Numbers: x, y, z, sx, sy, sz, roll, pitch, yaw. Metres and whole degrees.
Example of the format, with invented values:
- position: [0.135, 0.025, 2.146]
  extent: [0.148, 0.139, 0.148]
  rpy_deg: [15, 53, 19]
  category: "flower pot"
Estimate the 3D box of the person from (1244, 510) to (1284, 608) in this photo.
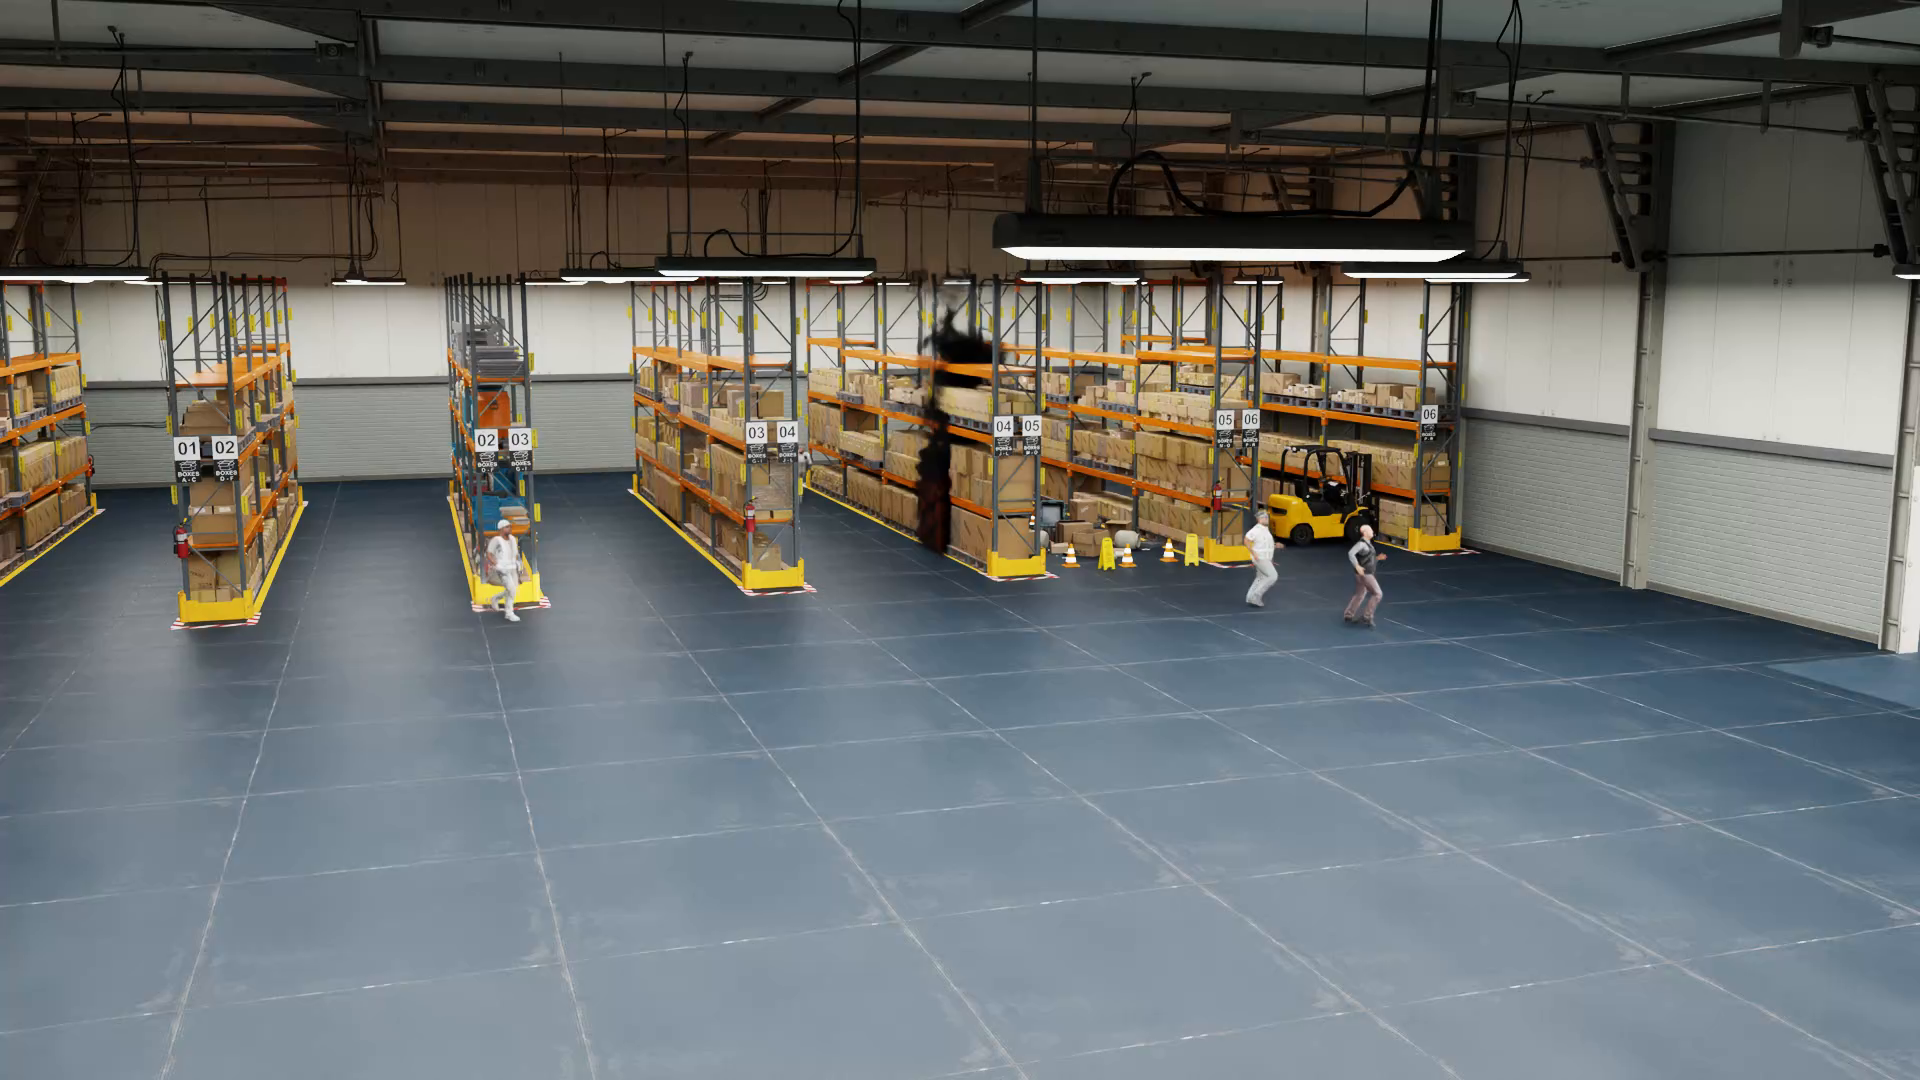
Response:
- position: [5.509, 0.334, 30.047]
  extent: [0.662, 1.774, 0.646]
  rpy_deg: [3, 9, 22]
  category: "person"

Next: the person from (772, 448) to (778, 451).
- position: [-4.932, -1.978, 45.817]
  extent: [0.745, 1.711, 1.026]
  rpy_deg: [-2, 9, -16]
  category: "person"

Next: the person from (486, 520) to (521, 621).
- position: [-7.962, 0.512, 29.010]
  extent: [0.694, 1.746, 0.712]
  rpy_deg: [4, 9, 23]
  category: "person"

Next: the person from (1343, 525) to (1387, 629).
- position: [6.895, 0.624, 28.284]
  extent: [0.699, 1.763, 0.638]
  rpy_deg: [2, 9, 14]
  category: "person"

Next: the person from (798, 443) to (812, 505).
- position: [-4.298, -1.795, 44.502]
  extent: [0.611, 1.652, 0.899]
  rpy_deg: [-4, 10, -26]
  category: "person"
